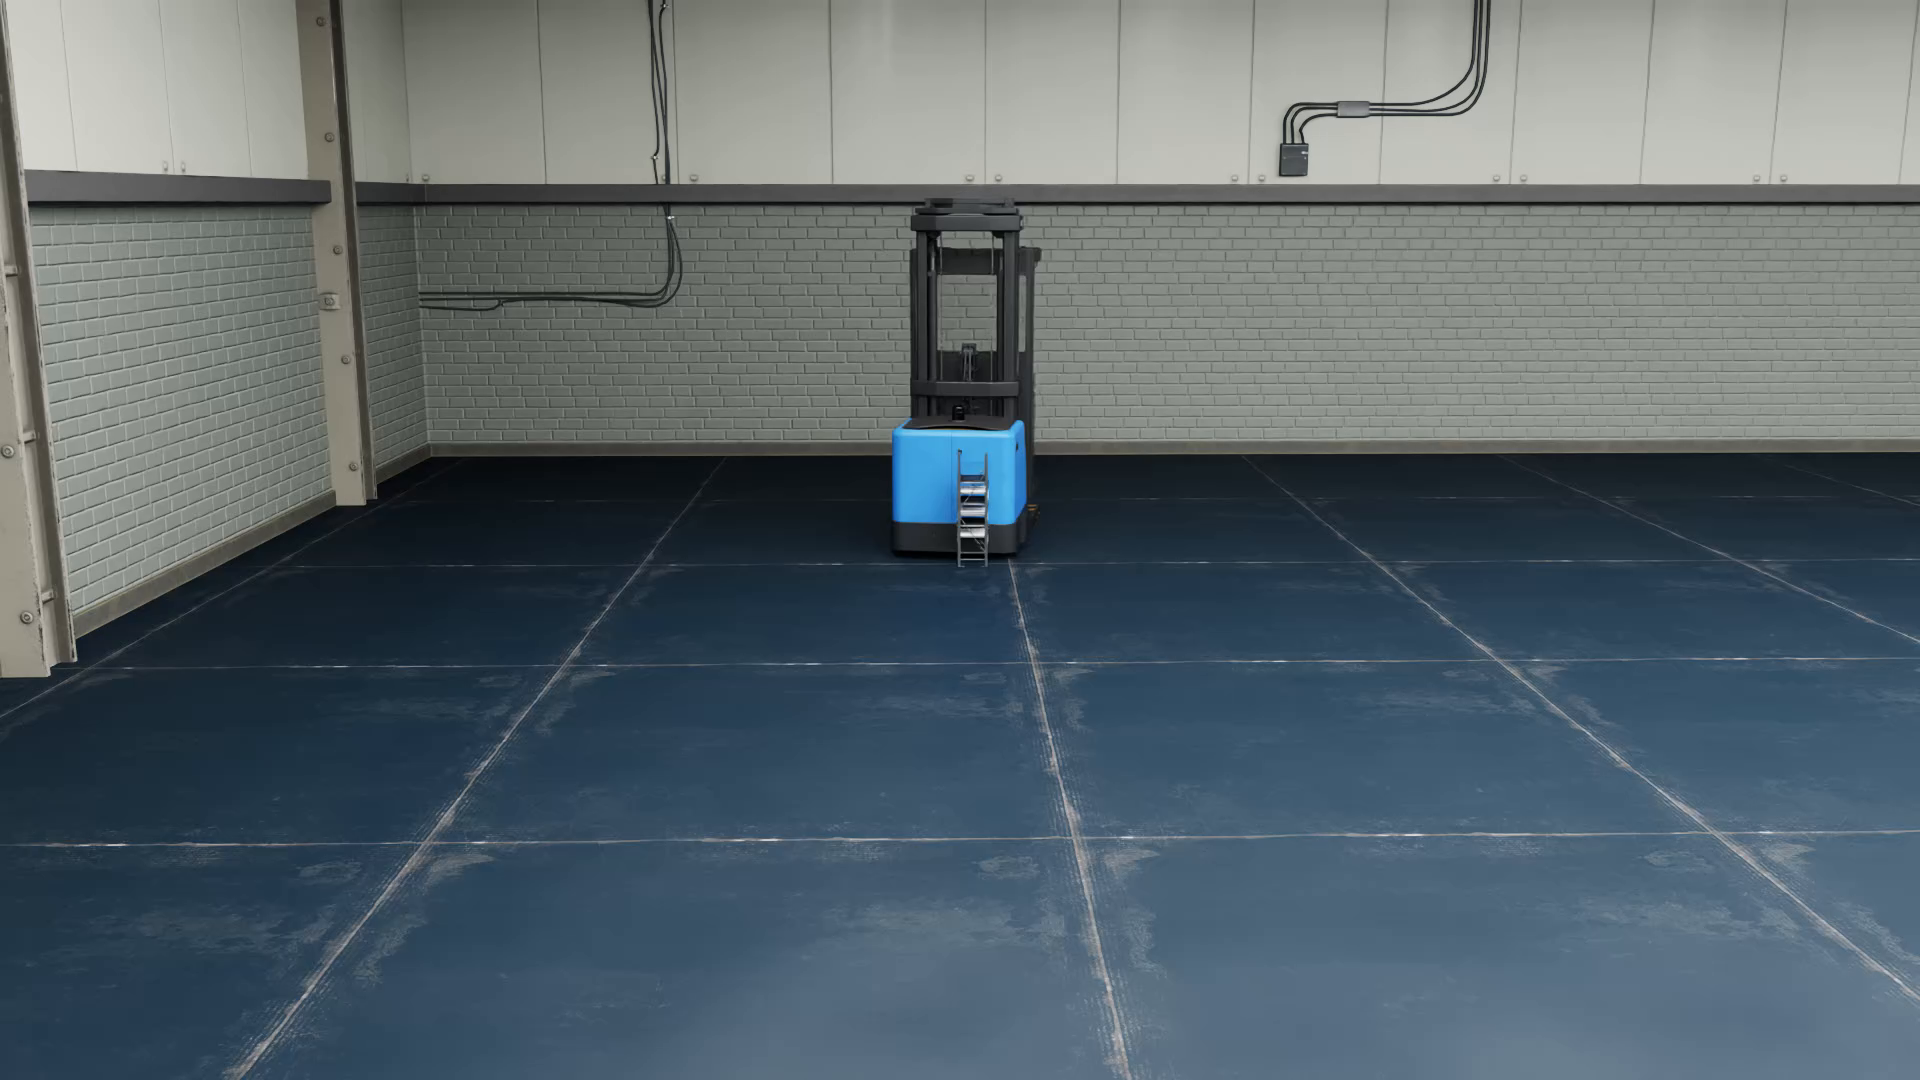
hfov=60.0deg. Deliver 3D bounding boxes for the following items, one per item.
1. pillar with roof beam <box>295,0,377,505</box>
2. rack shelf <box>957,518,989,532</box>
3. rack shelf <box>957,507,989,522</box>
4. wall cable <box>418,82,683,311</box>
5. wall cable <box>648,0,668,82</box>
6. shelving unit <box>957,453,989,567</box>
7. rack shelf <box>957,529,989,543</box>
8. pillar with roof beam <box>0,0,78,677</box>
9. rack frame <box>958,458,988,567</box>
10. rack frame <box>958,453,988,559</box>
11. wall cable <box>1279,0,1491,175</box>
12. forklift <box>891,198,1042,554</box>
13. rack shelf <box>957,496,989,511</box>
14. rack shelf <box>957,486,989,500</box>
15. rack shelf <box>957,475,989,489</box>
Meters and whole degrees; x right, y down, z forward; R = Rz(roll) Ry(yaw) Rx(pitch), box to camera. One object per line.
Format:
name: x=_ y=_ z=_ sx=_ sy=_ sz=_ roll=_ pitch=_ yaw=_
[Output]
pillar with roof beam: x=-1.667 y=-4.806 z=15.615 sx=9.100 sy=9.000 sz=0.400 roll=0 pitch=11 yaw=-1
rack shelf: x=0.103 y=-0.124 z=13.496 sx=0.258 sy=0.077 sz=0.200 roll=0 pitch=15 yaw=0
rack shelf: x=0.103 y=-0.211 z=13.473 sx=0.258 sy=0.077 sz=0.200 roll=0 pitch=15 yaw=0
wall cable: x=-4.710 y=-3.857 z=18.750 sx=3.097 sy=2.526 sz=0.112 roll=0 pitch=11 yaw=-1
wall cable: x=-2.005 y=-6.344 z=18.303 sx=3.097 sy=2.526 sz=0.112 roll=0 pitch=11 yaw=-1
shelving unit: x=0.103 y=-0.243 z=13.464 sx=0.258 sy=0.900 sz=0.210 roll=0 pitch=15 yaw=0
rack shelf: x=0.103 y=-0.037 z=13.519 sx=0.258 sy=0.077 sz=0.200 roll=0 pitch=15 yaw=0
pillar with roof beam: x=-1.543 y=-3.613 z=9.736 sx=9.100 sy=9.000 sz=0.400 roll=0 pitch=11 yaw=-1
rack frame: x=0.102 y=-0.217 z=13.366 sx=0.240 sy=0.900 sz=0.006 roll=0 pitch=15 yaw=0
rack frame: x=0.104 y=-0.269 z=13.562 sx=0.240 sy=0.900 sz=0.006 roll=0 pitch=15 yaw=0
wall cable: x=4.782 y=-7.082 z=18.280 sx=2.305 sy=6.003 sz=0.169 roll=0 pitch=11 yaw=-1
forklift: x=0.142 y=-1.565 z=14.904 sx=1.130 sy=2.935 sz=3.031 roll=2 pitch=12 yaw=8
rack shelf: x=0.103 y=-0.298 z=13.450 sx=0.258 sy=0.077 sz=0.200 roll=0 pitch=15 yaw=0
rack shelf: x=0.103 y=-0.385 z=13.426 sx=0.258 sy=0.077 sz=0.200 roll=0 pitch=15 yaw=0
rack shelf: x=0.103 y=-0.472 z=13.403 sx=0.258 sy=0.077 sz=0.200 roll=0 pitch=15 yaw=0
